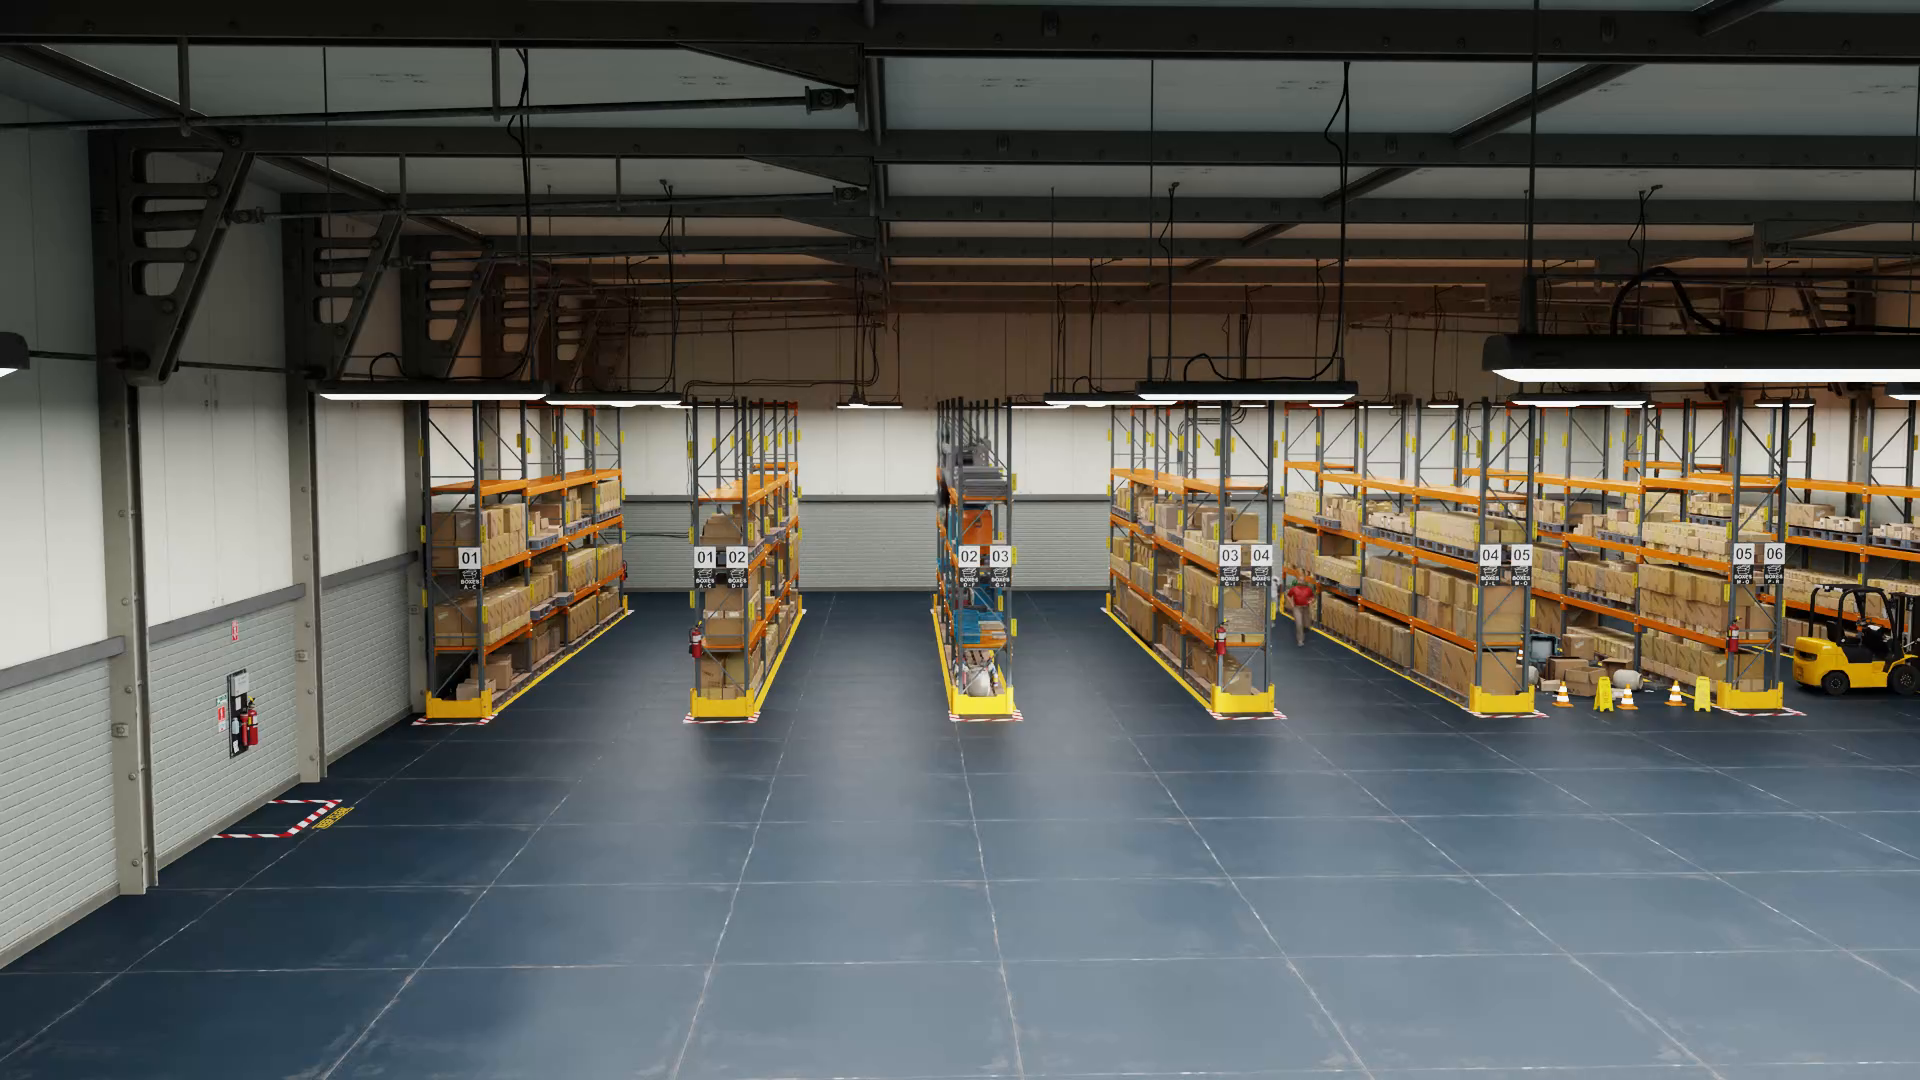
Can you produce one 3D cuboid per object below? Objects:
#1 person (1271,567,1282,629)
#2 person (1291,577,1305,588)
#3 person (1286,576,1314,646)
[{"bbox_3d":[8.195,1.513,43.727,0.589,1.659,0.617,0,4,3],"label":"person"},{"bbox_3d":[10.052,1.073,48.942,0.750,1.812,0.670,0,4,1],"label":"person"},{"bbox_3d":[8.363,1.727,40.806,0.674,1.687,0.813,0,4,-1],"label":"person"}]
